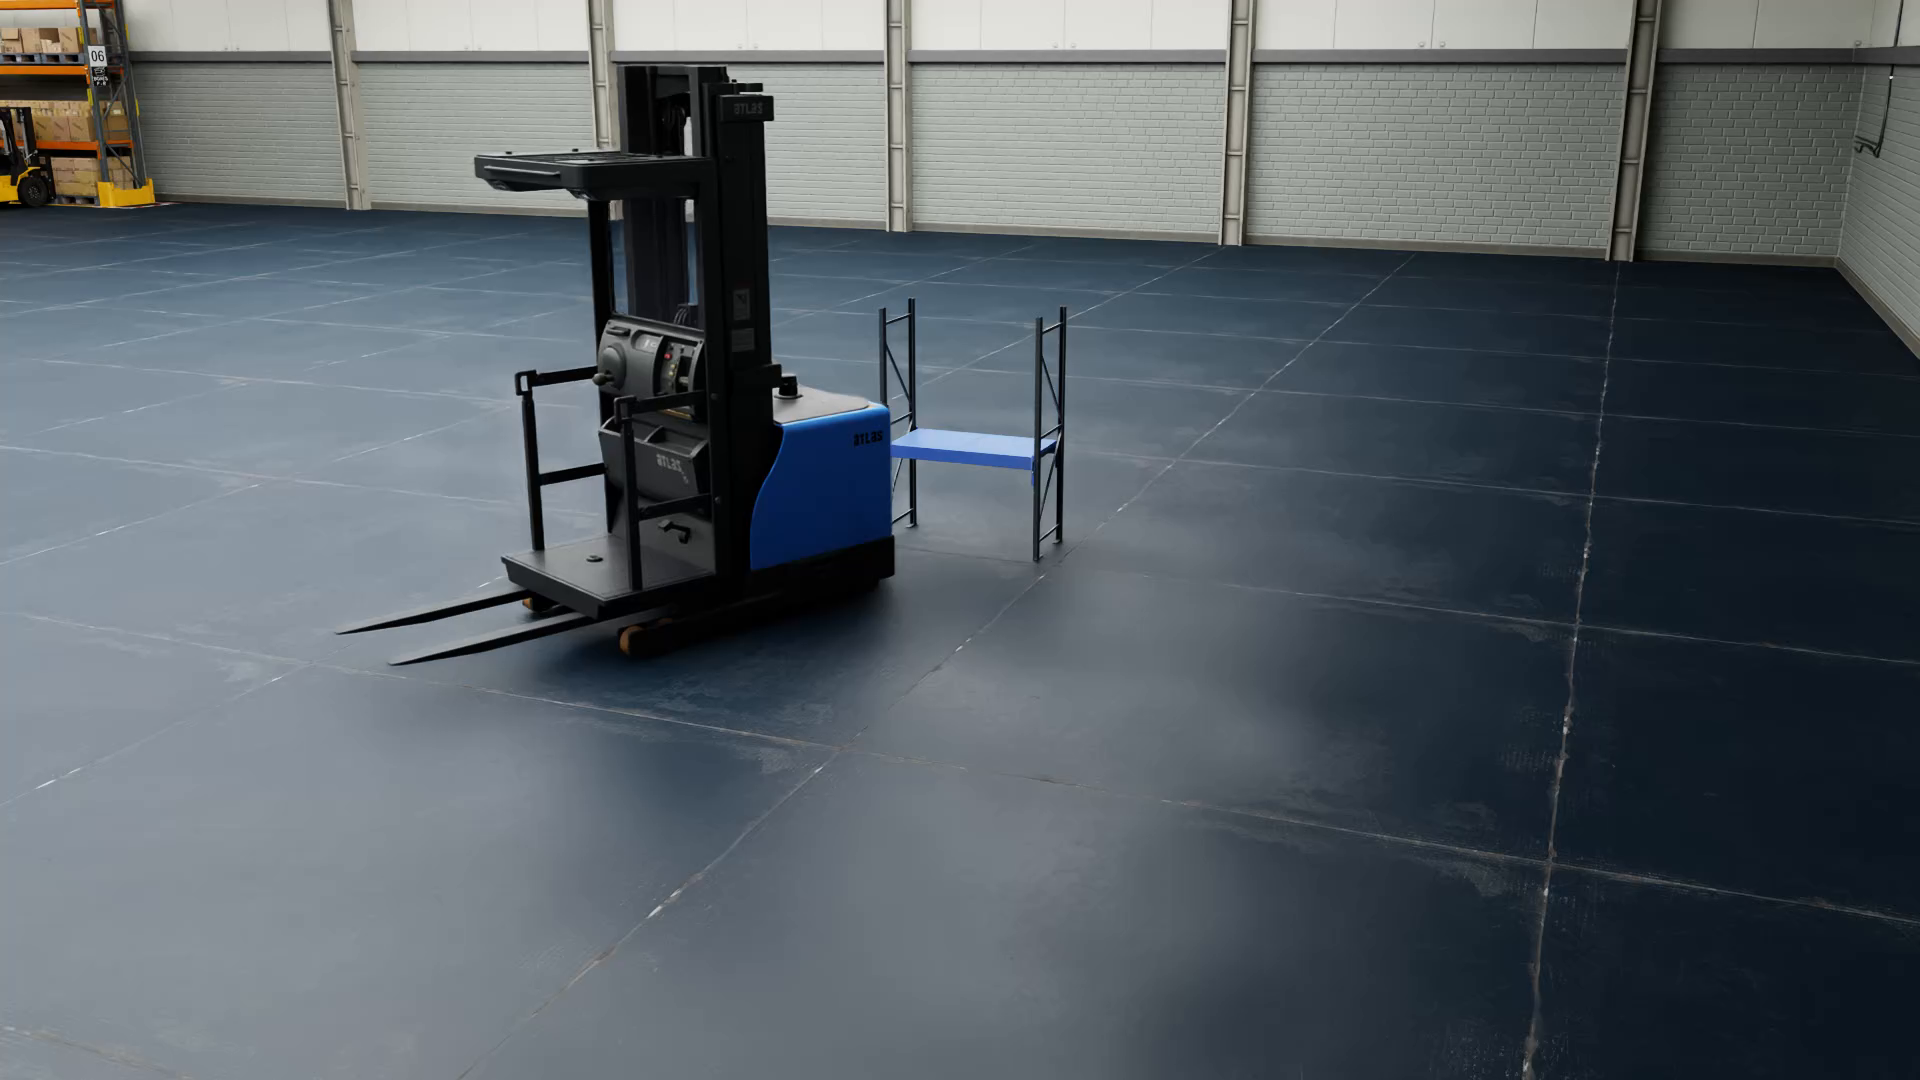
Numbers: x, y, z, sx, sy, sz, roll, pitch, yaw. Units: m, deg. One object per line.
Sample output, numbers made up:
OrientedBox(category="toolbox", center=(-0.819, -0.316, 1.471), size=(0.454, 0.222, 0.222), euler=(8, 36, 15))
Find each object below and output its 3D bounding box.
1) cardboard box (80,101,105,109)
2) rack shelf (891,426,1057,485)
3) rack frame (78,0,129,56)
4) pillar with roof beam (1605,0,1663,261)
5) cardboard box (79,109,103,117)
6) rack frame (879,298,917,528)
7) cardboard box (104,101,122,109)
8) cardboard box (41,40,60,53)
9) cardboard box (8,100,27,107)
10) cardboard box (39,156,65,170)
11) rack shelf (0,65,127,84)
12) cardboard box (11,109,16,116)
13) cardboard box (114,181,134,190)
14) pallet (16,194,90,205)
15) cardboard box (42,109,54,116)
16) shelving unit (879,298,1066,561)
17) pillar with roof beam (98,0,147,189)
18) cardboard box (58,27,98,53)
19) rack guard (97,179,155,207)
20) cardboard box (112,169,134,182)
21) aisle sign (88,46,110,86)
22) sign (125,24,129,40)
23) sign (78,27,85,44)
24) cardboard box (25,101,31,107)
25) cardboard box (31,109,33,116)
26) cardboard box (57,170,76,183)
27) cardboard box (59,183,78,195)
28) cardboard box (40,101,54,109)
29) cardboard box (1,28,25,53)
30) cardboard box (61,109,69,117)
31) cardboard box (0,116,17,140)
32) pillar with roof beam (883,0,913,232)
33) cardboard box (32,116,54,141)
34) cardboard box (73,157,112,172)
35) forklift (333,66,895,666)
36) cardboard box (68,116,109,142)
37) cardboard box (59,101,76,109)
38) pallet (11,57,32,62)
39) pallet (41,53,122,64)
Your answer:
OrientedBox(category="cardboard box", center=(-17.914, -8.975, 34.333), size=(0.250, 0.149, 0.380), euler=(6, 17, 21))
OrientedBox(category="rack shelf", center=(0.079, -0.539, 10.485), size=(1.000, 0.185, 0.538), euler=(6, 17, 21))
OrientedBox(category="rack frame", center=(-17.504, -11.372, 33.705), size=(0.127, 3.000, 1.000), euler=(6, 17, 21))
OrientedBox(category="pillar with roof beam", center=(8.507, -7.492, 20.338), size=(0.400, 9.000, 9.100), euler=(6, 17, 21))
OrientedBox(category="cardboard box", center=(-17.929, -8.813, 34.309), size=(0.250, 0.149, 0.380), euler=(7, 17, 21))
OrientedBox(category="rack frame", center=(-0.394, -0.764, 10.614), size=(0.032, 1.500, 0.500), euler=(6, 17, 21))
OrientedBox(category="cardboard box", center=(-17.738, -9.083, 34.705), size=(0.250, 0.149, 0.380), euler=(6, 17, 20))
OrientedBox(category="cardboard box", center=(-18.622, -10.149, 34.179), size=(0.258, 0.266, 0.396), euler=(6, 17, 21))
OrientedBox(category="cardboard box", center=(-19.810, -9.182, 35.044), size=(0.250, 0.149, 0.380), euler=(6, 17, 20))
OrientedBox(category="cardboard box", center=(-18.997, -7.918, 34.954), size=(0.500, 0.250, 0.500), euler=(7, 17, 21))
OrientedBox(category="rack shelf", center=(-19.364, -9.791, 34.928), size=(4.000, 0.370, 1.077), euler=(6, 17, 21))
OrientedBox(category="cardboard box", center=(-19.845, -9.020, 35.022), size=(0.250, 0.149, 0.380), euler=(6, 17, 19))
OrientedBox(category="cardboard box", center=(-17.889, -7.473, 35.214), size=(0.500, 0.250, 0.500), euler=(6, 17, 21))
OrientedBox(category="pallet", center=(-19.362, -7.344, 35.593), size=(1.213, 0.211, 1.003), euler=(6, 17, 21))
OrientedBox(category="cardboard box", center=(-18.889, -8.917, 34.668), size=(0.250, 0.149, 0.380), euler=(6, 17, 19))
OrientedBox(category="shelving unit", center=(0.079, -0.712, 10.435), size=(1.048, 1.500, 0.538), euler=(6, 17, 21))
OrientedBox(category="pillar with roof beam", center=(-19.400, -10.560, 30.909), size=(0.400, 9.000, 9.100), euler=(6, 17, 21))
OrientedBox(category="cardboard box", center=(-18.005, -10.211, 33.975), size=(0.500, 0.500, 0.500), euler=(7, 18, 22))
OrientedBox(category="rack guard", center=(-17.482, -7.288, 34.881), size=(0.348, 0.500, 1.175), euler=(6, 17, 21))
OrientedBox(category="cardboard box", center=(-17.865, -7.714, 35.148), size=(0.500, 0.250, 0.500), euler=(7, 17, 22))
OrientedBox(category="aisle sign", center=(-17.551, -9.656, 33.893), size=(0.004, 0.787, 0.394), euler=(6, 17, 21))
OrientedBox(category="sign", center=(-17.295, -10.533, 34.484), size=(0.005, 0.325, 0.100), euler=(6, 17, 21))
OrientedBox(category="sign", center=(-17.716, -10.179, 33.531), size=(0.005, 0.325, 0.100), euler=(6, 17, 21))
OrientedBox(category="cardboard box", center=(-19.343, -9.131, 34.869), size=(0.250, 0.149, 0.380), euler=(7, 17, 21))
OrientedBox(category="cardboard box", center=(-19.331, -8.987, 34.907), size=(0.250, 0.149, 0.380), euler=(6, 17, 20))
OrientedBox(category="cardboard box", center=(-18.534, -7.635, 34.875), size=(0.500, 0.250, 0.500), euler=(6, 17, 20))
OrientedBox(category="cardboard box", center=(-18.516, -7.392, 34.933), size=(0.500, 0.250, 0.500), euler=(6, 17, 21))
OrientedBox(category="cardboard box", center=(-18.896, -9.055, 34.607), size=(0.250, 0.149, 0.380), euler=(7, 18, 22))
OrientedBox(category="cardboard box", center=(-19.451, -10.413, 34.665), size=(0.637, 0.503, 0.797), euler=(7, 18, 22))
OrientedBox(category="cardboard box", center=(-18.397, -8.874, 34.518), size=(0.250, 0.149, 0.380), euler=(7, 17, 22))
OrientedBox(category="cardboard box", center=(-19.946, -8.735, 35.201), size=(0.500, 0.500, 0.500), euler=(6, 17, 20))
OrientedBox(category="pillar with roof beam", center=(-2.656, -8.719, 24.567), size=(0.400, 9.000, 9.100), euler=(6, 17, 21))
OrientedBox(category="cardboard box", center=(-19.014, -8.629, 34.837), size=(0.500, 0.500, 0.500), euler=(6, 17, 20))
OrientedBox(category="cardboard box", center=(-18.047, -7.818, 34.610), size=(0.500, 0.250, 0.500), euler=(7, 18, 22))
OrientedBox(category="forklift", center=(-1.803, -0.960, 8.723), size=(3.031, 2.935, 1.130), euler=(-15, 22, -41))
OrientedBox(category="cardboard box", center=(-18.058, -8.521, 34.466), size=(0.500, 0.500, 0.500), euler=(6, 17, 19))
OrientedBox(category="cardboard box", center=(-18.409, -9.012, 34.460), size=(0.250, 0.149, 0.380), euler=(7, 17, 22))
OrientedBox(category="pallet", center=(-20.422, -10.218, 35.267), size=(1.213, 0.211, 1.003), euler=(6, 17, 21))
OrientedBox(category="pallet", center=(-18.152, -9.968, 34.408), size=(1.213, 0.211, 1.003), euler=(6, 17, 21))
